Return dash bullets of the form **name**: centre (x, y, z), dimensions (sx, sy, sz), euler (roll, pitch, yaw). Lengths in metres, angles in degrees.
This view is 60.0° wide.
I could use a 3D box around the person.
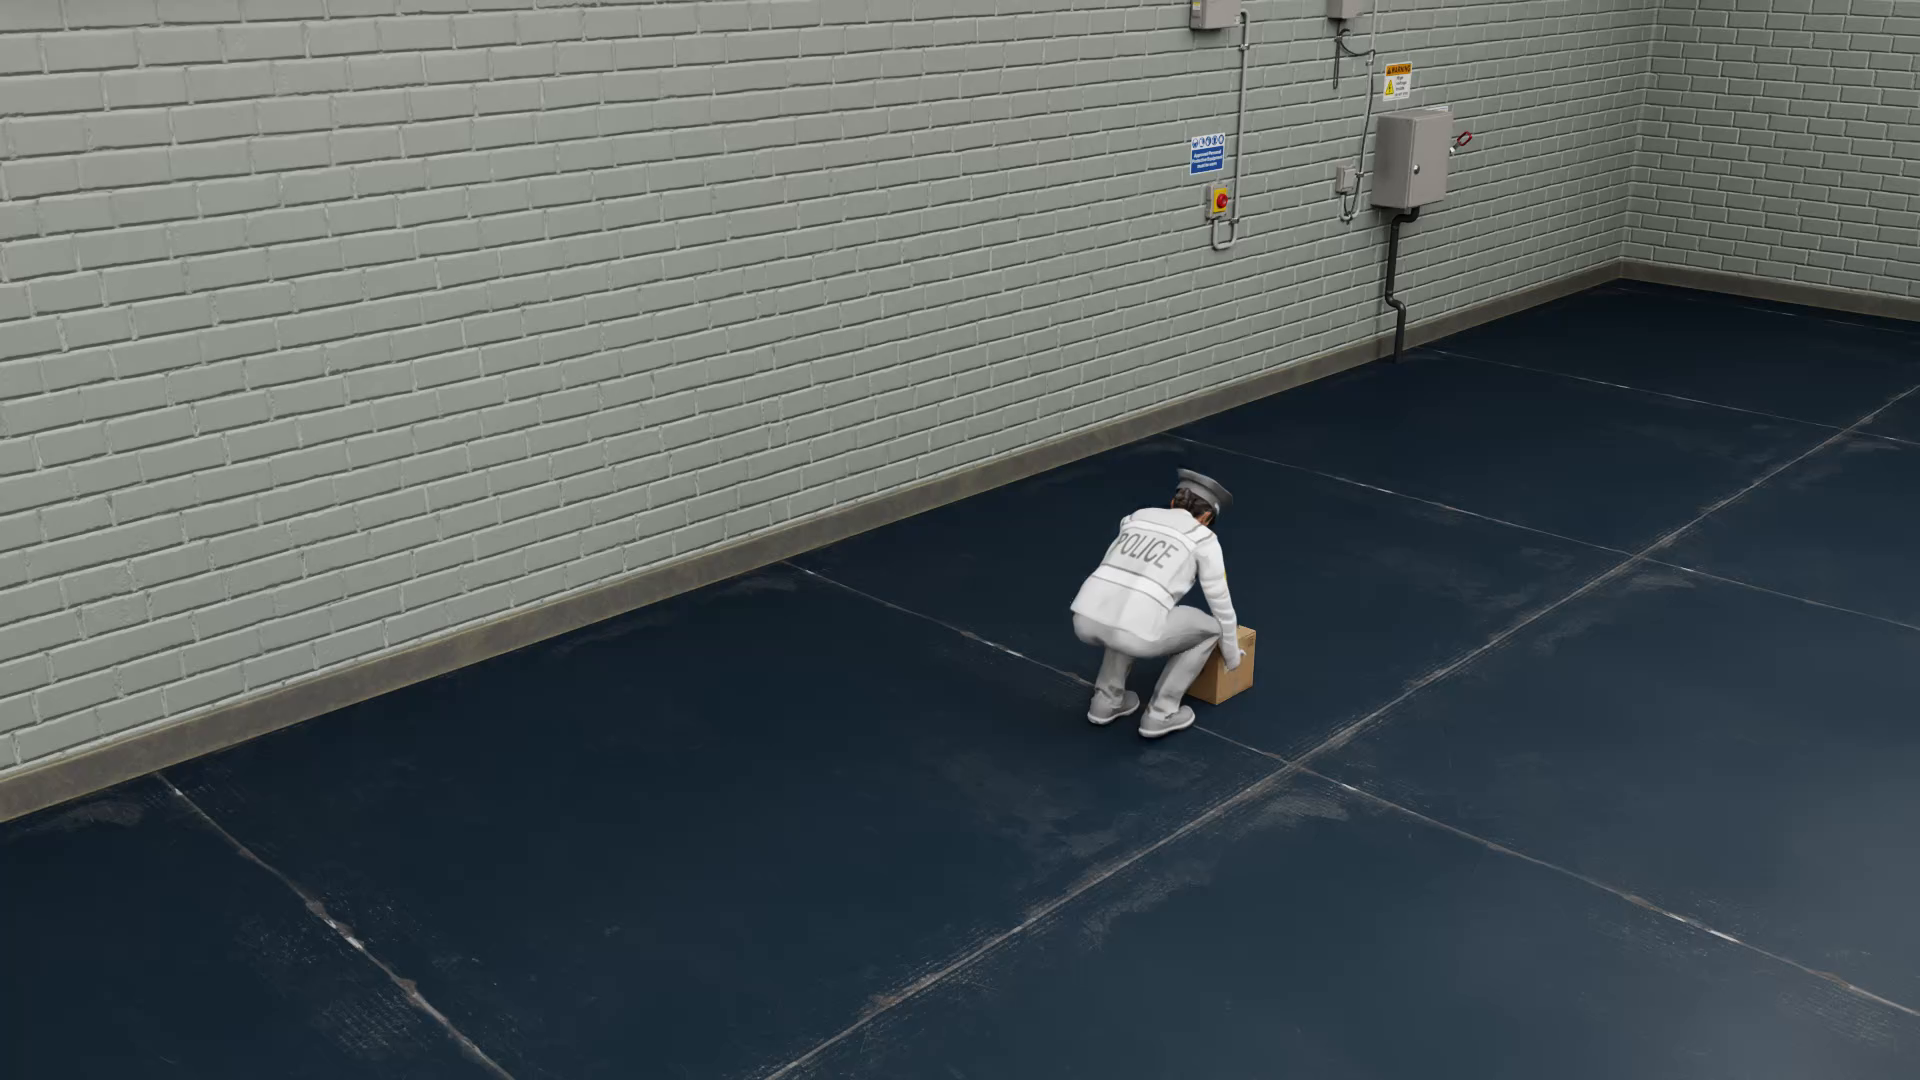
- **person**: centre (0.764, 0.244, 6.463), dimensions (0.482, 0.944, 0.851), euler (19, 28, 41)
